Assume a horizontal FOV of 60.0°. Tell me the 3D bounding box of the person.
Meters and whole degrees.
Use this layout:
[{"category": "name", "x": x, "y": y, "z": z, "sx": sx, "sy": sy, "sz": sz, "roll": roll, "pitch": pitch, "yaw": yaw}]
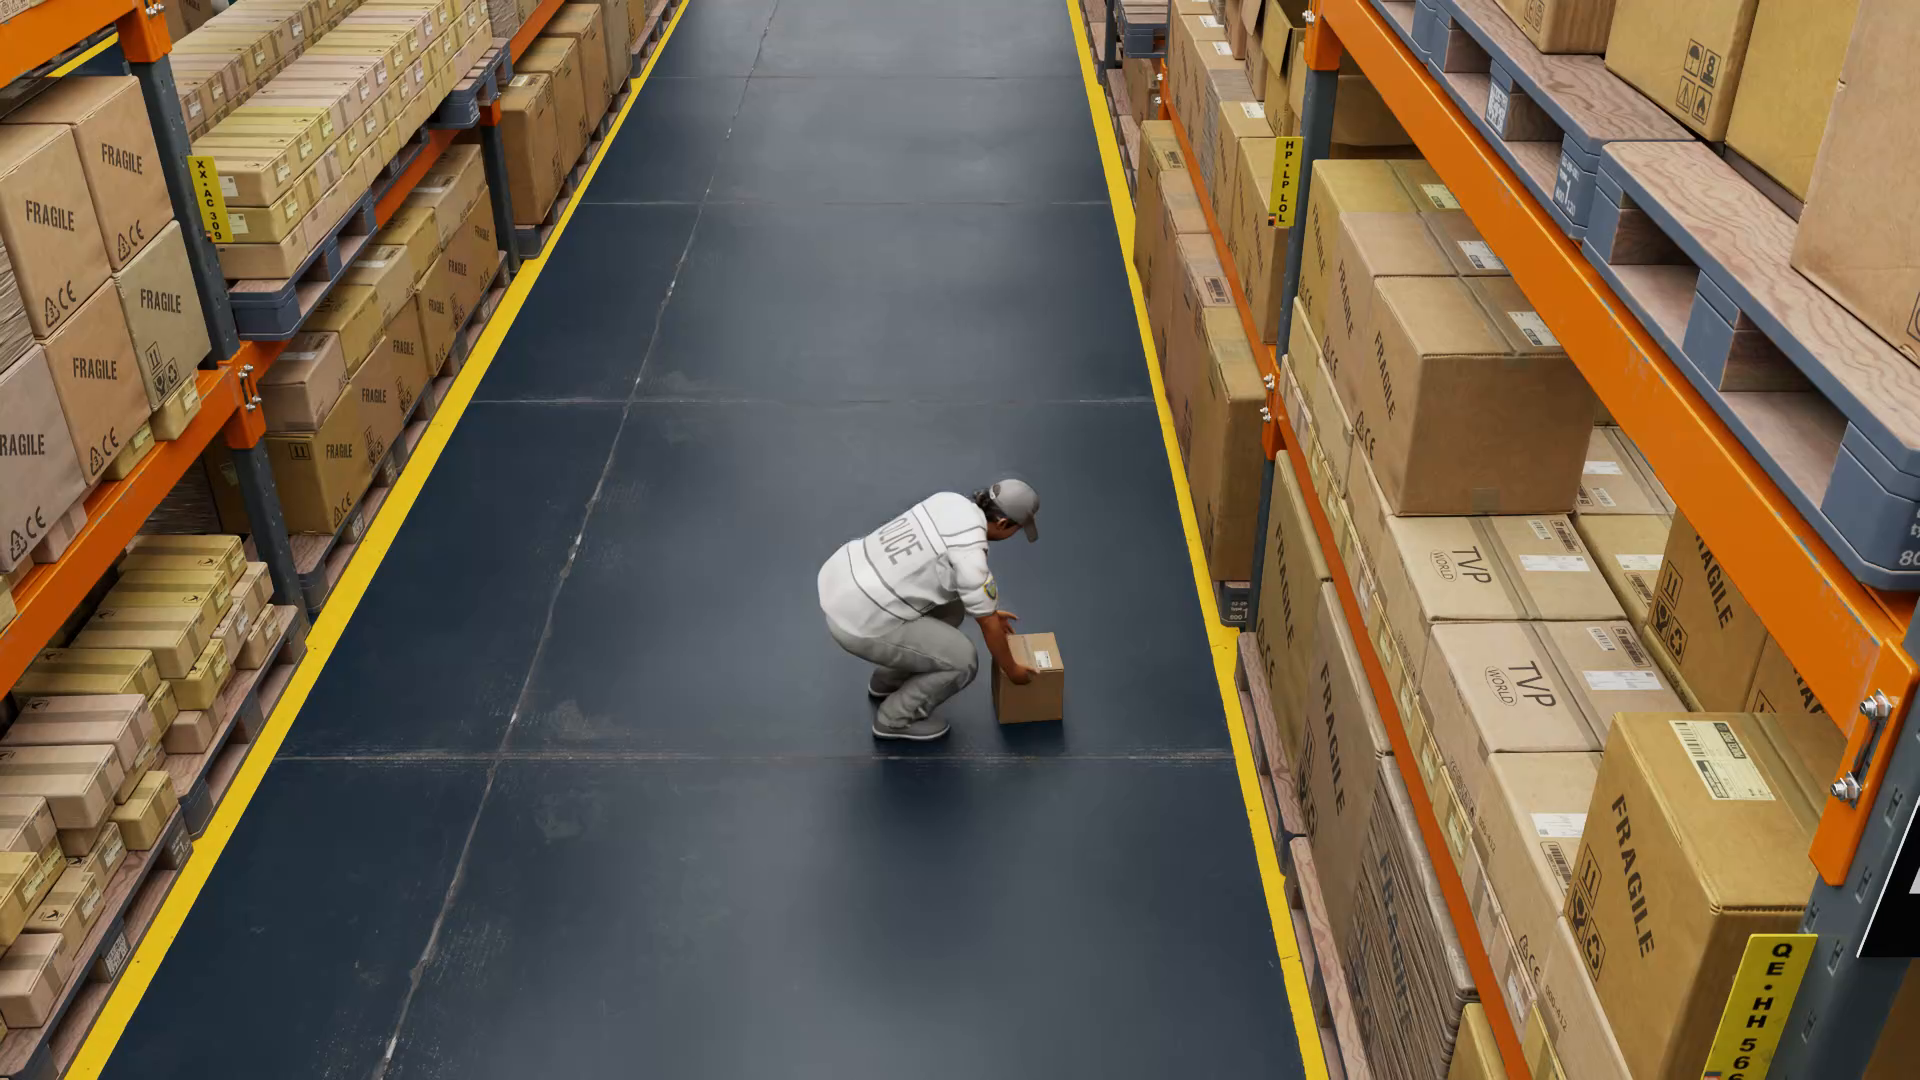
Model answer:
[{"category": "person", "x": -0.107, "y": 0.245, "z": 6.383, "sx": 0.828, "sy": 0.992, "sz": 0.526, "roll": -4, "pitch": 32, "yaw": -6}]
